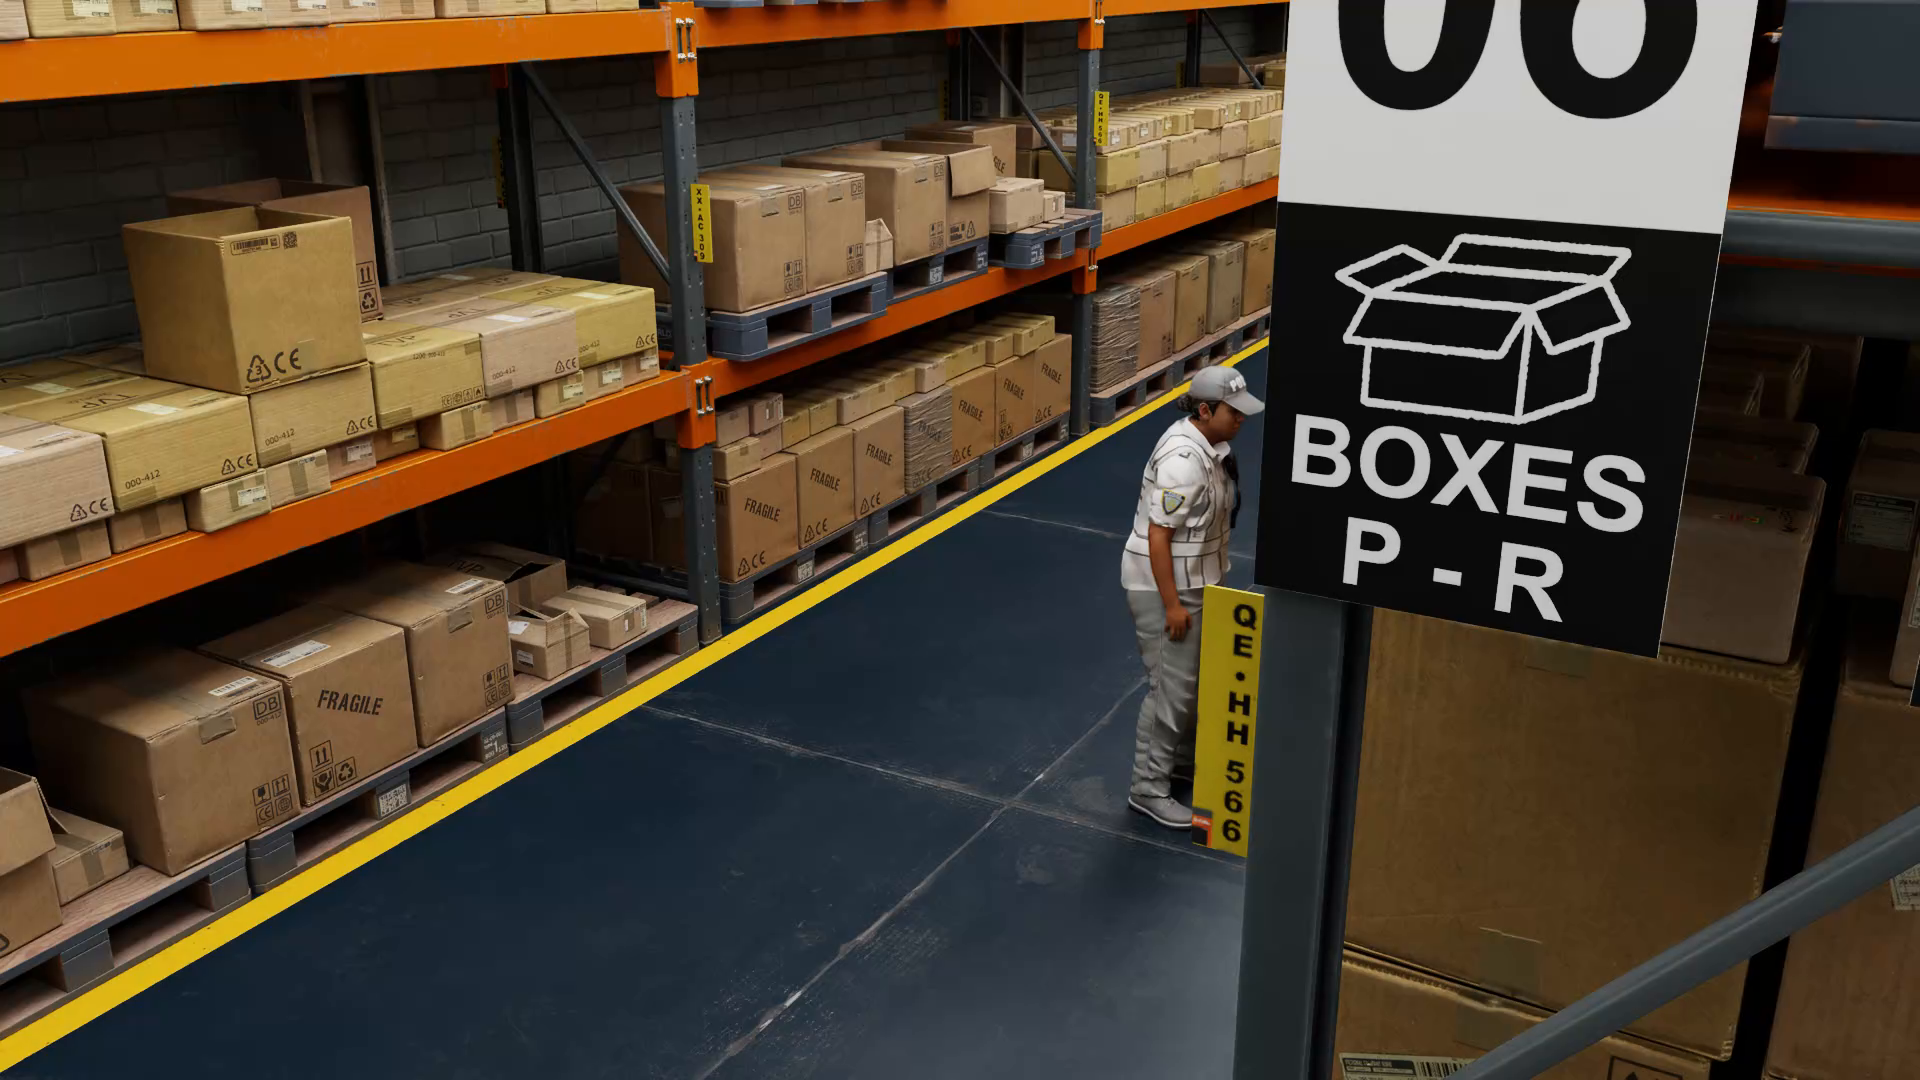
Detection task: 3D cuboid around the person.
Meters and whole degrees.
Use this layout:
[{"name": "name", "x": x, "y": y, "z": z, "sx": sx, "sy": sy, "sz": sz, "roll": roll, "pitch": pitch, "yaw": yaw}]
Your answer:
[{"name": "person", "x": 0.838, "y": 0.179, "z": 6.054, "sx": 0.468, "sy": 1.667, "sz": 0.557, "roll": 10, "pitch": 22, "yaw": 26}]
